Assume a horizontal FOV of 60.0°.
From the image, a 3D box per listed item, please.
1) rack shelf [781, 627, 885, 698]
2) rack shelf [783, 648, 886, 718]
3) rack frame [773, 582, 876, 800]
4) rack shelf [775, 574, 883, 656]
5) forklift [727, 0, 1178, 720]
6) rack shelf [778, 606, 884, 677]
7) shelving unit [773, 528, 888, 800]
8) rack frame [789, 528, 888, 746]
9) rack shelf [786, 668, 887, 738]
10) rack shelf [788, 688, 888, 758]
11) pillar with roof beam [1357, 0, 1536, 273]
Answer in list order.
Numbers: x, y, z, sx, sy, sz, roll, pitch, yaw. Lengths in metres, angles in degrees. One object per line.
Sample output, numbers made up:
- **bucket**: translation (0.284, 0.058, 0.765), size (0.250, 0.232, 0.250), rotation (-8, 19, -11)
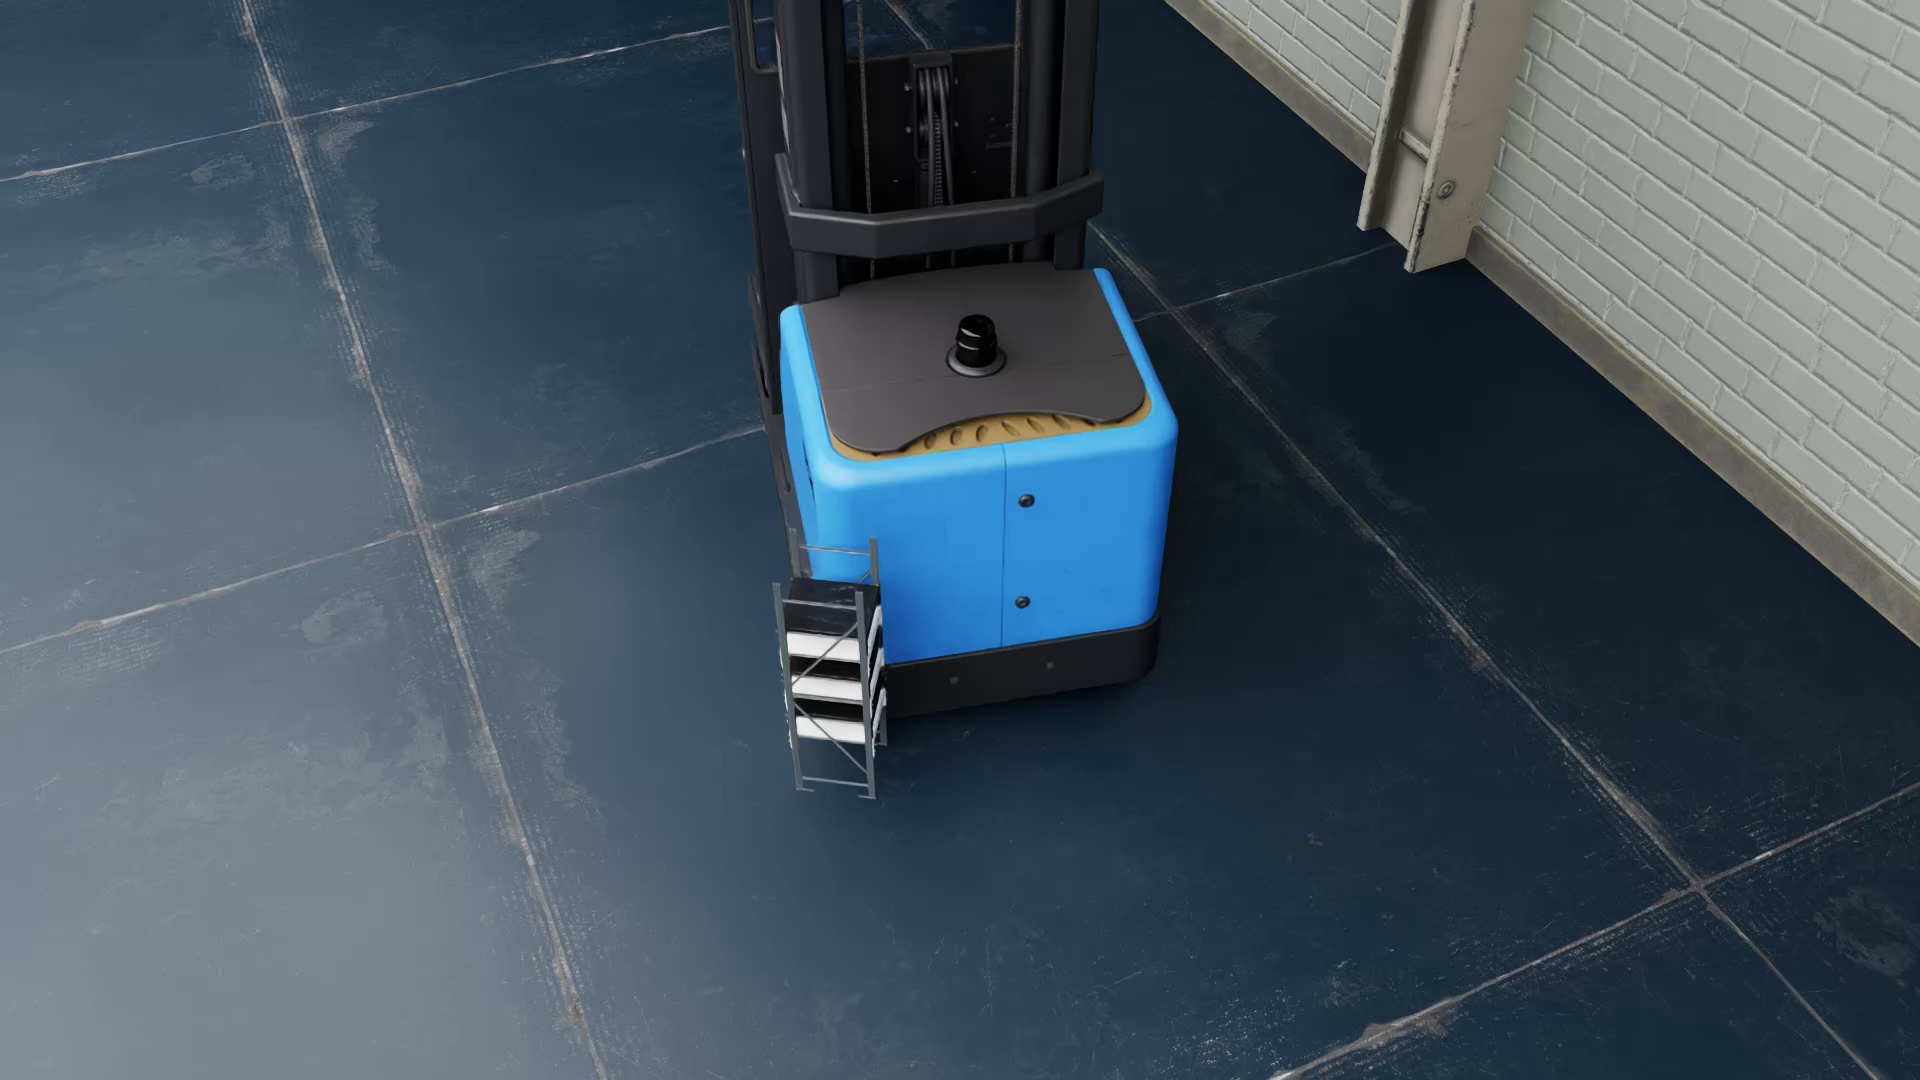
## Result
- **rack shelf**: translation (-0.356, 0.332, 4.691), size (0.258, 0.077, 0.200), rotation (6, 45, 6)
- **rack shelf**: translation (-0.356, 0.395, 4.755), size (0.258, 0.077, 0.200), rotation (6, 45, 6)
- **rack frame**: translation (-0.371, 0.443, 4.660), size (0.240, 0.900, 0.006), rotation (6, 45, 6)
- **rack shelf**: translation (-0.357, 0.205, 4.564), size (0.258, 0.077, 0.200), rotation (6, 45, 6)
- **forklift**: translation (-0.180, -1.534, 5.218), size (1.130, 2.935, 3.031), rotation (-8, 45, -8)
- **rack shelf**: translation (-0.357, 0.268, 4.627), size (0.258, 0.077, 0.200), rotation (6, 45, 6)
- **shelving unit**: translation (-0.356, 0.372, 4.731), size (0.258, 0.900, 0.210), rotation (6, 45, 6)
- **rack frame**: translation (-0.342, 0.301, 4.802), size (0.240, 0.900, 0.006), rotation (6, 45, 6)
- **rack shelf**: translation (-0.356, 0.459, 4.818), size (0.258, 0.077, 0.200), rotation (6, 45, 6)
- **rack shelf**: translation (-0.356, 0.523, 4.882), size (0.258, 0.077, 0.200), rotation (6, 45, 6)
- **pillar with roof beam**: translation (-1.988, -3.203, 2.589), size (9.100, 9.000, 0.400), rotation (-18, 47, -17)
